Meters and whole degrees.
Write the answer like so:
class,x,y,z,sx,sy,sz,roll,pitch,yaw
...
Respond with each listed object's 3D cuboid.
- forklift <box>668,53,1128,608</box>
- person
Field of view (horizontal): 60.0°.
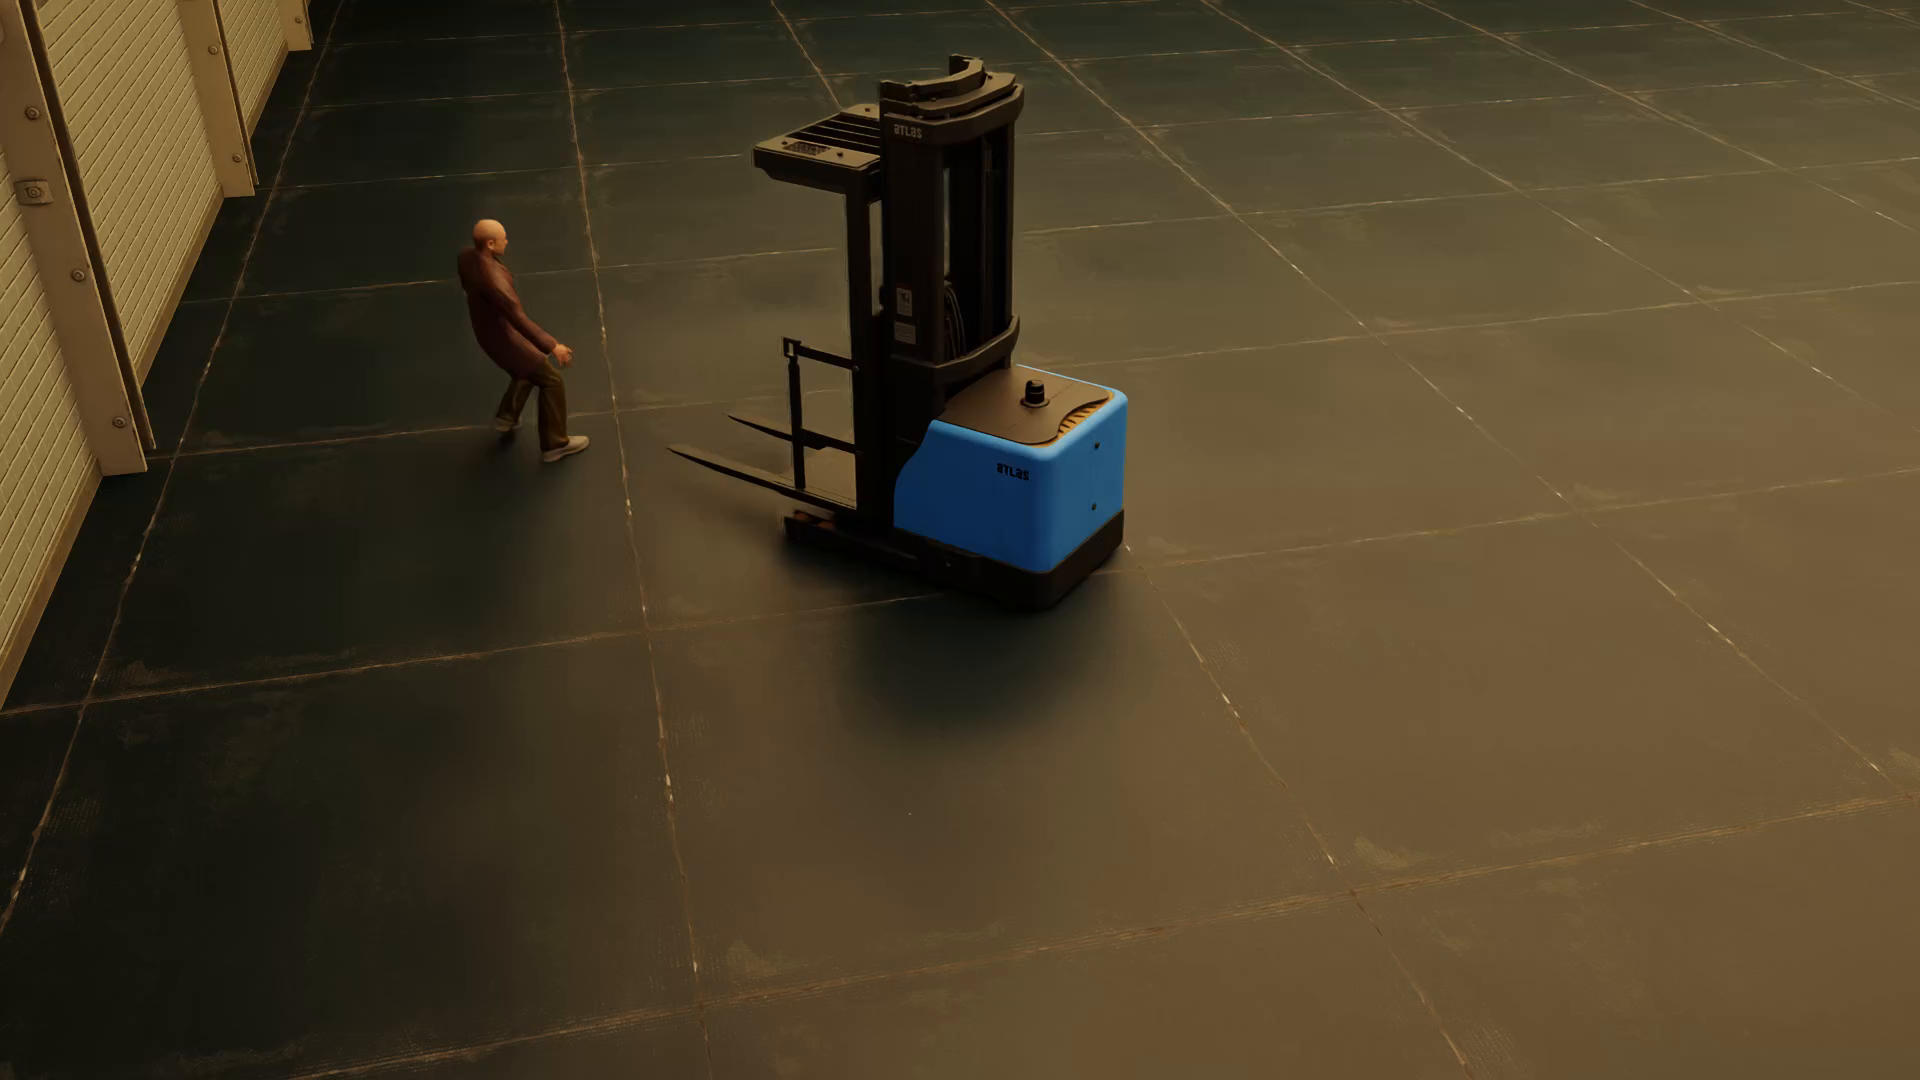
class,x,y,z,sx,sy,sz,roll,pitch,yaw
forklift,-0.502,-1.420,10.027,3.031,2.935,1.130,18,35,28
person,-2.959,-1.392,11.239,0.583,1.671,0.870,-19,35,-29
